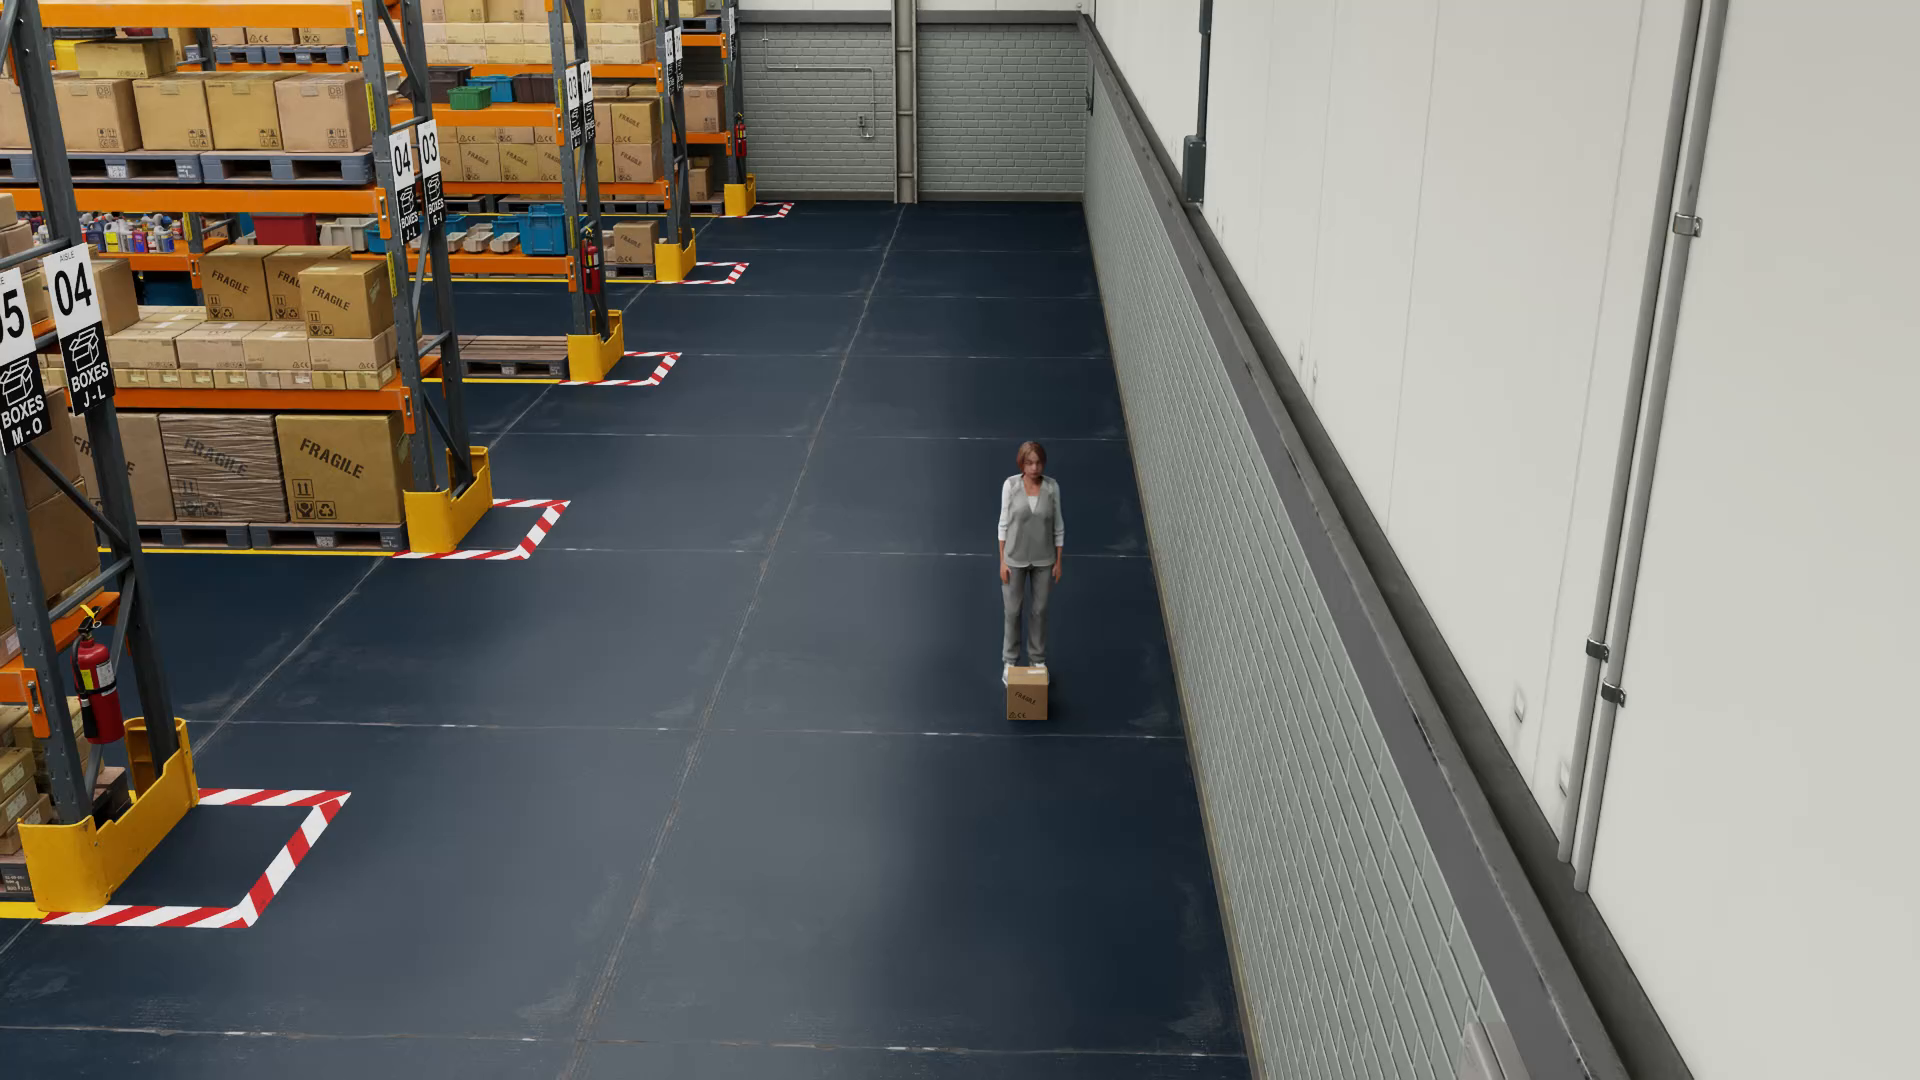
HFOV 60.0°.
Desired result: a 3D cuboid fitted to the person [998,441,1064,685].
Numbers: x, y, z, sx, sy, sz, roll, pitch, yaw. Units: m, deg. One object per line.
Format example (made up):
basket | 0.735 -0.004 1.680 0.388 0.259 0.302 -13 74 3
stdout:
person | 0.458 0.152 10.651 0.425 1.614 0.321 -1 21 -4
